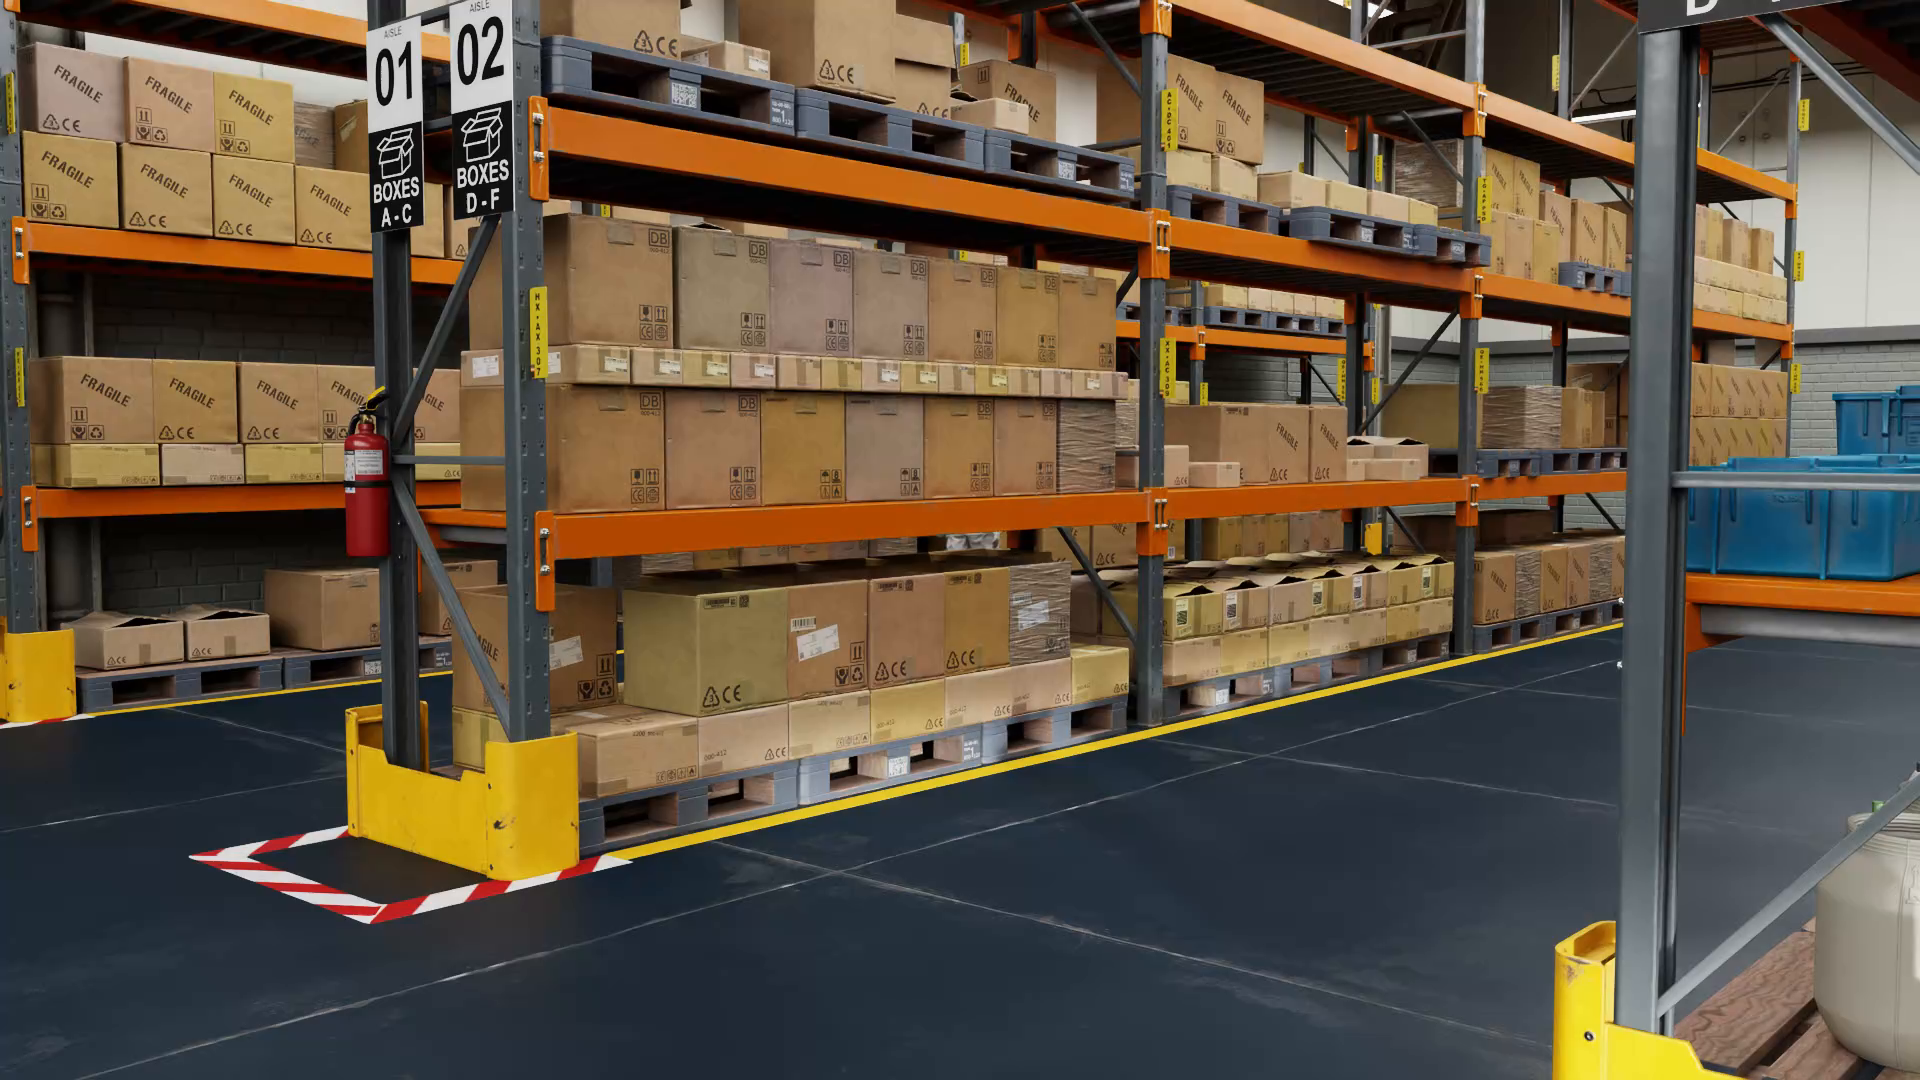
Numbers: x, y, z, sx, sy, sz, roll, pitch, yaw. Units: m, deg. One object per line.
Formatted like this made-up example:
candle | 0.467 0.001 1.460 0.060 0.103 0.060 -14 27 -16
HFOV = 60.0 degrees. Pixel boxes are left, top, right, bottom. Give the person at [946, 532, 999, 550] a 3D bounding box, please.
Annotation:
person | 0.086 -0.124 13.337 0.590 1.794 0.463 2 4 34
